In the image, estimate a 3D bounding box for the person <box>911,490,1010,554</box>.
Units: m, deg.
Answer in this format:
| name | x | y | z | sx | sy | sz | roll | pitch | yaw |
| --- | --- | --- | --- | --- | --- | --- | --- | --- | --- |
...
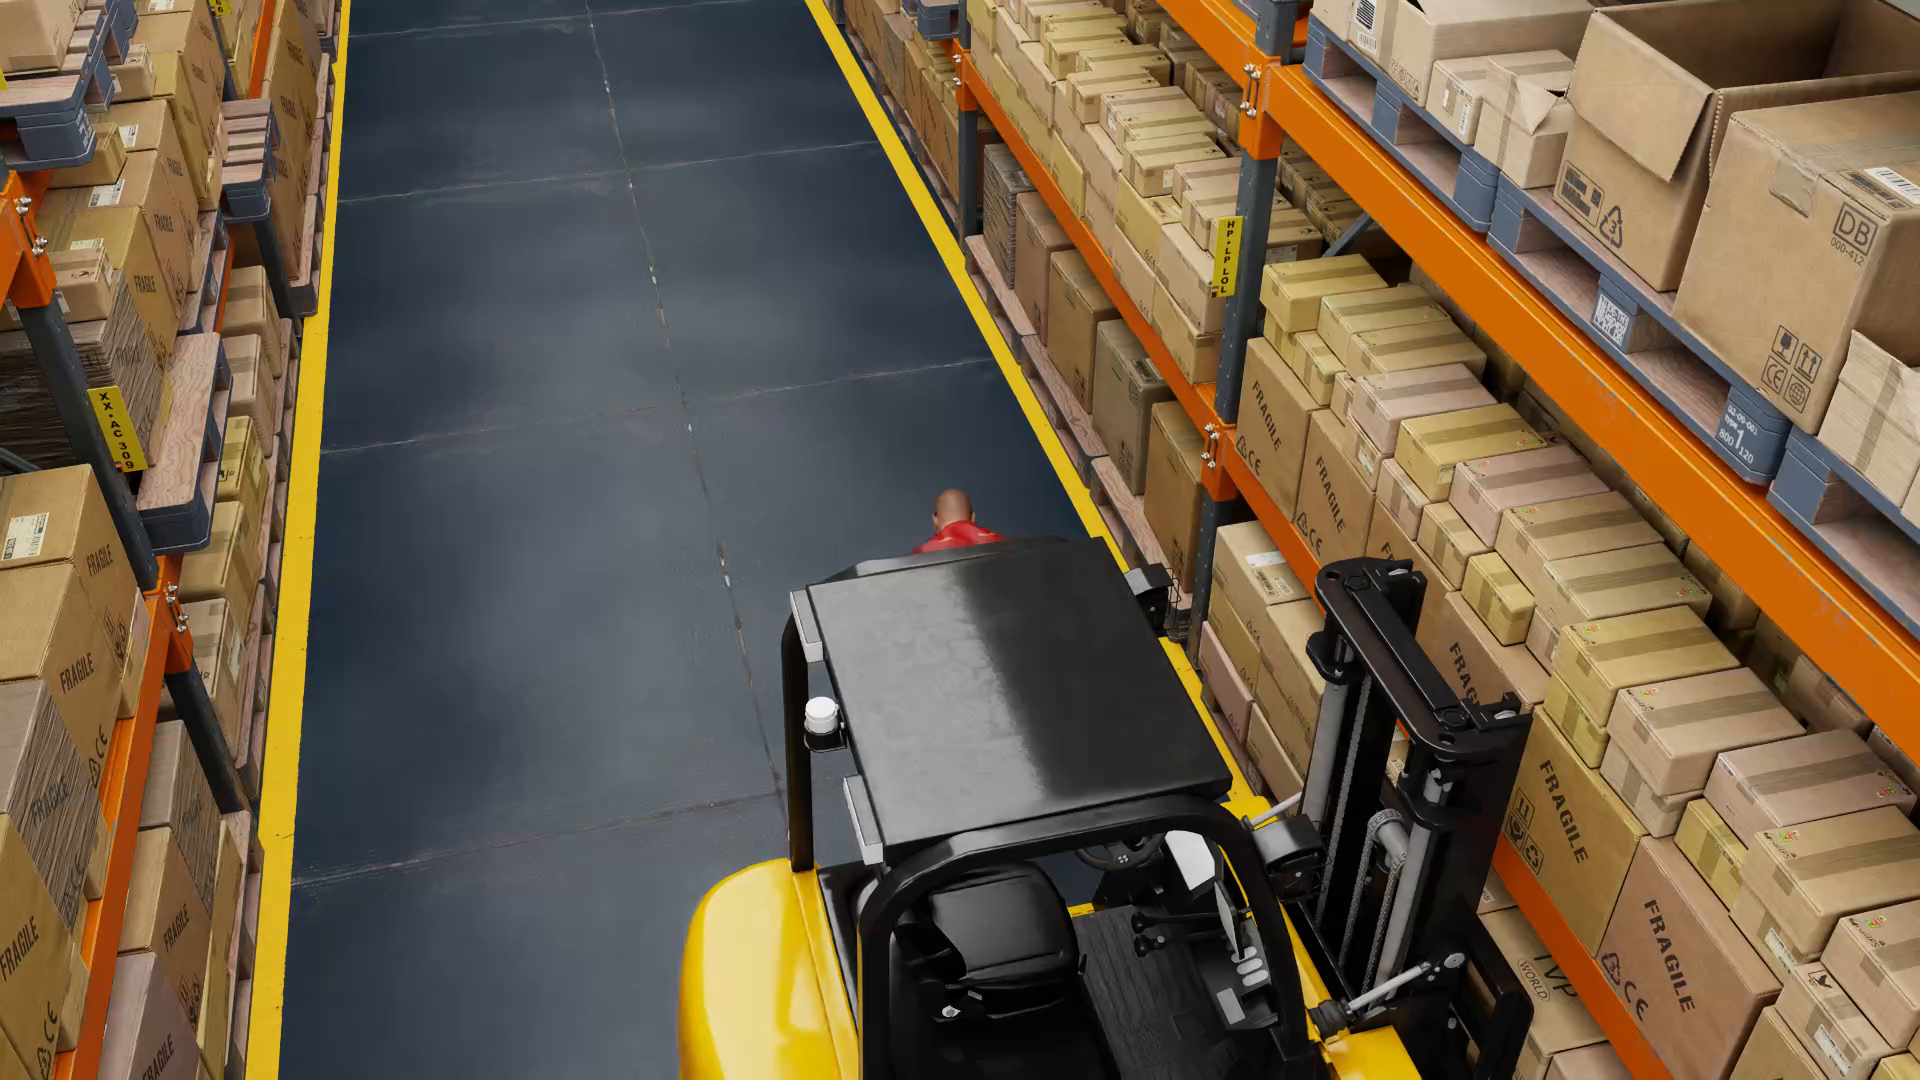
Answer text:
| name | x | y | z | sx | sy | sz | roll | pitch | yaw |
| --- | --- | --- | --- | --- | --- | --- | --- | --- | --- |
| person | 0.047 | 0.413 | 6.818 | 0.539 | 0.974 | 0.913 | -4 | 38 | -5 |
